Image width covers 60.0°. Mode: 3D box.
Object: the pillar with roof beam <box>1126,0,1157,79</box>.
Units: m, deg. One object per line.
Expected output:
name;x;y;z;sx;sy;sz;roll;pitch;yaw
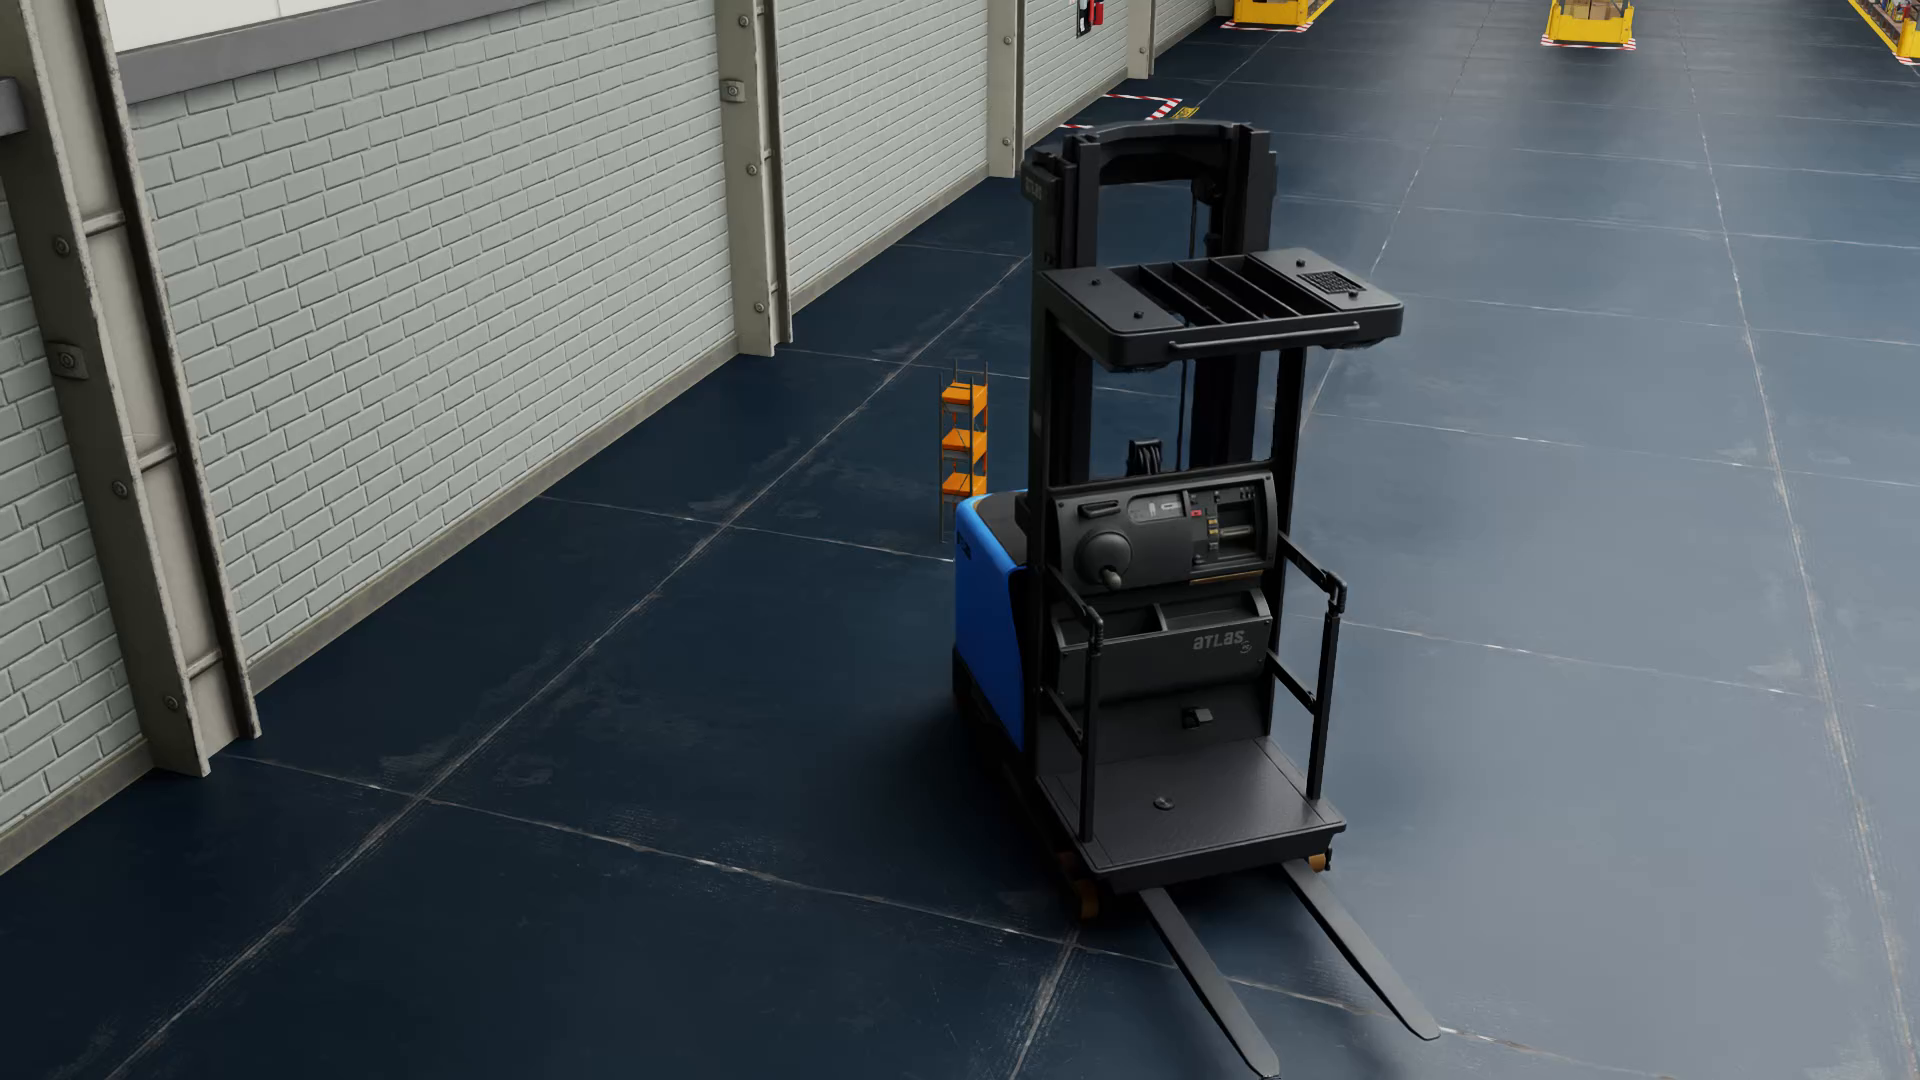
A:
pillar with roof beam;6.542;-9.851;19.769;9.100;9.000;0.400;9;27;17

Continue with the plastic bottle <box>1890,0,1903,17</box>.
plastic bottle;14.809;-8.440;26.275;0.144;0.351;0.185;10;28;20

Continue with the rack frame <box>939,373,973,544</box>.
rack frame;-0.023;-0.444;9.463;0.200;1.050;0.008;9;27;17

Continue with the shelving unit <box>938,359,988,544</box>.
shelving unit;0.018;-0.495;9.567;0.215;1.050;0.252;9;27;17

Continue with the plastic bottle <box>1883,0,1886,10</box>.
plastic bottle;15.075;-8.769;26.954;0.144;0.351;0.185;10;27;19

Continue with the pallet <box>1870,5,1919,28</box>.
pallet;15.472;-8.510;27.083;1.003;0.211;1.213;9;27;17

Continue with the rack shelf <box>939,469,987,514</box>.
rack shelf;0.018;-0.235;9.692;0.215;0.259;0.240;9;27;17

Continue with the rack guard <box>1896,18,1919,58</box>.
rack guard;14.385;-7.304;24.261;1.175;0.500;0.348;9;27;17

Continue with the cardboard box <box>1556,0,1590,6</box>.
cardboard box;9.632;-8.663;26.013;0.500;0.500;0.500;9;27;17

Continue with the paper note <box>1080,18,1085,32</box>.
paper note;1.500;-6.306;20.342;0.016;0.148;0.142;9;27;17

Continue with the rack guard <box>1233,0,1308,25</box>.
rack guard;5.087;-8.734;27.215;1.175;0.500;0.348;9;27;17

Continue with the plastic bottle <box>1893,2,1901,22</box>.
plastic bottle;14.624;-8.235;25.929;0.061;0.283;0.133;9;27;19

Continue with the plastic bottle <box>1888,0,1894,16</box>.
plastic bottle;14.871;-8.517;26.433;0.144;0.351;0.185;9;27;17

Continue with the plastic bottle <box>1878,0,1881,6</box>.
plastic bottle;15.216;-8.937;27.393;0.097;0.271;0.097;0;26;0

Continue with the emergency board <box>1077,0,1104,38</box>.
emergency board;1.624;-6.765;20.280;0.194;1.169;0.643;9;27;17

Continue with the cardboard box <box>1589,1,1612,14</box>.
cardboard box;10.285;-8.456;26.447;0.500;0.250;0.500;9;27;17

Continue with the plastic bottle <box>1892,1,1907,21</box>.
plastic bottle;14.712;-8.281;26.032;0.152;0.276;0.135;9;27;18

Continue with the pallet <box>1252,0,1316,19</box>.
pallet;5.391;-8.932;27.956;1.003;0.211;1.213;9;27;17

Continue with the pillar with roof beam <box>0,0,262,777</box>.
pillar with roof beam;0.552;-2.454;4.492;9.100;9.000;0.400;9;27;17

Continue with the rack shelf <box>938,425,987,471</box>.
rack shelf;0.018;-0.485;9.571;0.215;0.259;0.240;9;27;17

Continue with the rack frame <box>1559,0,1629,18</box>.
rack frame;9.734;-9.111;25.125;1.000;3.000;0.127;9;27;17

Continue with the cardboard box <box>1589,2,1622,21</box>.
cardboard box;10.123;-8.250;26.021;0.500;0.250;0.500;9;27;17

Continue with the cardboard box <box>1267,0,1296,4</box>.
cardboard box;5.377;-9.087;27.656;0.500;0.311;0.500;6;26;12

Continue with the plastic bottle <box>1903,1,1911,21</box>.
plastic bottle;14.812;-8.269;25.999;0.061;0.283;0.133;9;27;17

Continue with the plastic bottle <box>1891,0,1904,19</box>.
plastic bottle;14.758;-8.338;26.149;0.152;0.276;0.135;8;27;16

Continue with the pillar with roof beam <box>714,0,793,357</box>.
pillar with roof beam;2.549;-4.919;9.584;9.100;9.000;0.400;9;27;17

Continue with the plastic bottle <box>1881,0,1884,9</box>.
plastic bottle;15.134;-8.803;27.109;0.152;0.276;0.135;10;27;19

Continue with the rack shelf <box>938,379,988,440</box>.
rack shelf;0.018;-0.740;9.448;0.215;0.259;0.240;9;27;17

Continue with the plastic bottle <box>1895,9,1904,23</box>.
plastic bottle;14.602;-8.148;25.842;0.097;0.201;0.097;0;26;0

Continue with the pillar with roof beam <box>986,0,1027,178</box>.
pillar with roof beam;4.545;-7.385;14.677;9.100;9.000;0.400;9;27;17

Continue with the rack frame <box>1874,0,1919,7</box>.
rack frame;15.735;-10.035;27.033;1.000;3.000;0.127;9;27;17

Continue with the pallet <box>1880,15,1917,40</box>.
pallet;15.068;-8.007;26.044;1.003;0.211;1.213;9;27;17

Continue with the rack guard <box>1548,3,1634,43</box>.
rack guard;9.726;-7.976;25.649;1.175;0.500;0.348;9;27;17

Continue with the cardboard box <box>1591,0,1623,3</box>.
cardboard box;10.287;-8.794;26.283;0.500;0.500;0.500;9;27;17

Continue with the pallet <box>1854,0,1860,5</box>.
pallet;16.364;-9.611;29.358;1.003;0.211;1.213;9;27;17

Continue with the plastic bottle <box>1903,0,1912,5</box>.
plastic bottle;15.019;-8.472;26.426;0.152;0.276;0.135;9;27;17

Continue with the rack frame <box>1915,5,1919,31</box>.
rack frame;14.404;-8.391;23.638;1.000;3.000;0.127;9;27;17

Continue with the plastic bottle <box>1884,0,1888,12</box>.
plastic bottle;15.012;-8.691;26.793;0.144;0.351;0.185;8;27;15

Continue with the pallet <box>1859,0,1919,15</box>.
pallet;15.960;-9.108;28.319;1.003;0.211;1.213;9;27;17

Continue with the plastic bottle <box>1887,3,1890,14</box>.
plastic bottle;14.896;-8.511;26.593;0.097;0.201;0.097;0;26;0

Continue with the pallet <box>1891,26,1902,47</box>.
pallet;14.660;-7.507;25.012;1.003;0.211;1.213;9;27;17

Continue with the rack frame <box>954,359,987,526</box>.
rack frame;0.058;-0.545;9.670;0.200;1.050;0.008;9;27;17

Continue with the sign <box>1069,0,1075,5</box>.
sign;1.343;-6.569;19.834;0.001;0.329;0.234;9;27;17

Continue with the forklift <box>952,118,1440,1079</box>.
forklift;0.885;0.001;6.385;1.130;2.935;3.031;-8;27;-15

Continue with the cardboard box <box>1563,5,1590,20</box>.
cardboard box;9.634;-8.325;26.176;0.500;0.250;0.500;9;27;17

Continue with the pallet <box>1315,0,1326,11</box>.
pallet;5.798;-9.432;28.988;1.003;0.211;1.213;9;27;17

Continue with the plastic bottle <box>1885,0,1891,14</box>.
plastic bottle;14.918;-8.599;26.680;0.061;0.283;0.133;10;28;20

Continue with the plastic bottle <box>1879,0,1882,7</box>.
plastic bottle;15.182;-8.864;27.322;0.097;0.201;0.097;0;26;0

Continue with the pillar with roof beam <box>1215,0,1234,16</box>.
pillar with roof beam;8.539;-12.316;24.862;9.100;9.000;0.400;9;27;17

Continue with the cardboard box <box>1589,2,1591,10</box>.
cardboard box;10.452;-8.662;26.871;0.500;0.250;0.500;9;27;17

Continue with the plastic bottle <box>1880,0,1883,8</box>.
plastic bottle;15.148;-8.822;27.235;0.097;0.201;0.097;0;26;0
